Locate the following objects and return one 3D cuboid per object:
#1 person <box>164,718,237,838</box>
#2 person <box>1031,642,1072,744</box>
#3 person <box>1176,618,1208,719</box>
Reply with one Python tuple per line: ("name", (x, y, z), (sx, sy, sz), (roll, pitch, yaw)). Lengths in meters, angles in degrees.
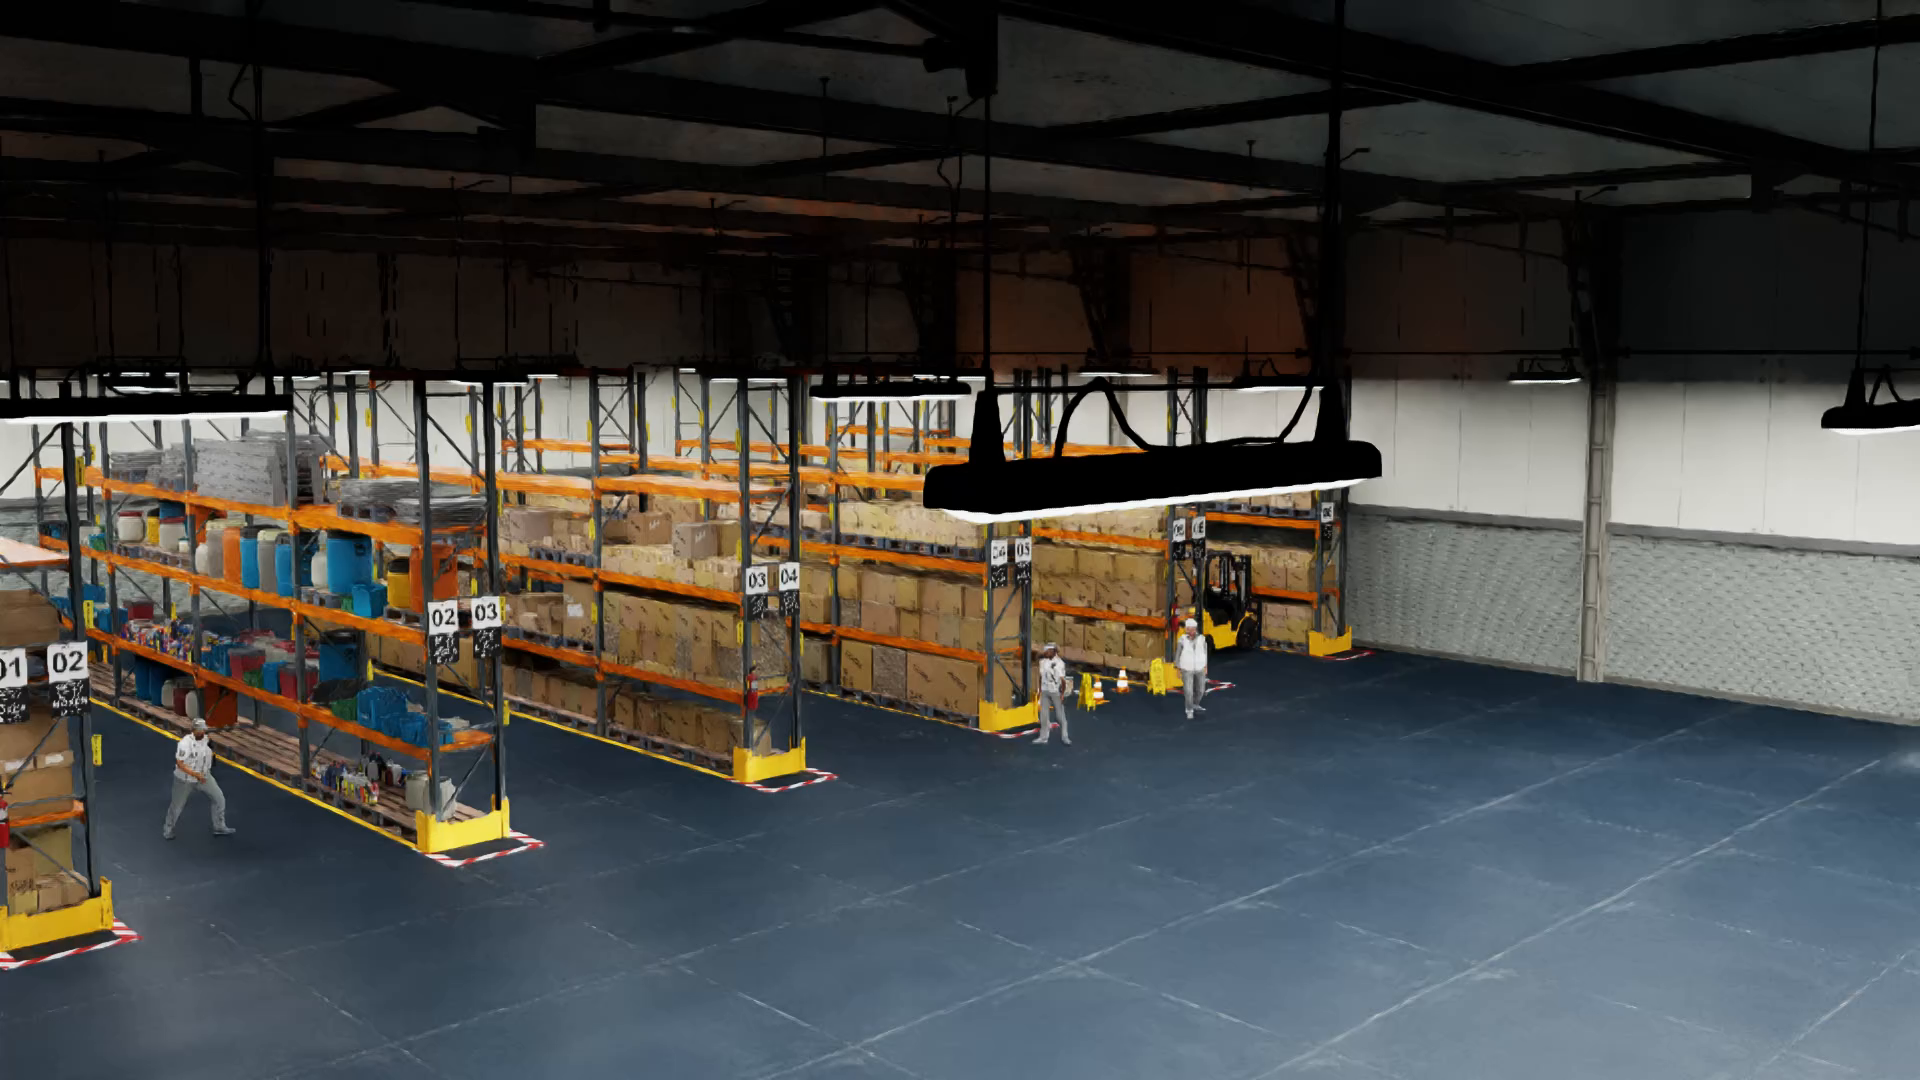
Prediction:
("person", (-9.997, 3.085, 21.712), (0.824, 1.593, 0.655), (4, 7, 28))
("person", (1.513, 2.467, 26.899), (0.582, 1.666, 0.491), (5, 8, 37))
("person", (4.016, 2.205, 28.867), (0.576, 1.761, 0.568), (-1, 7, -8))
